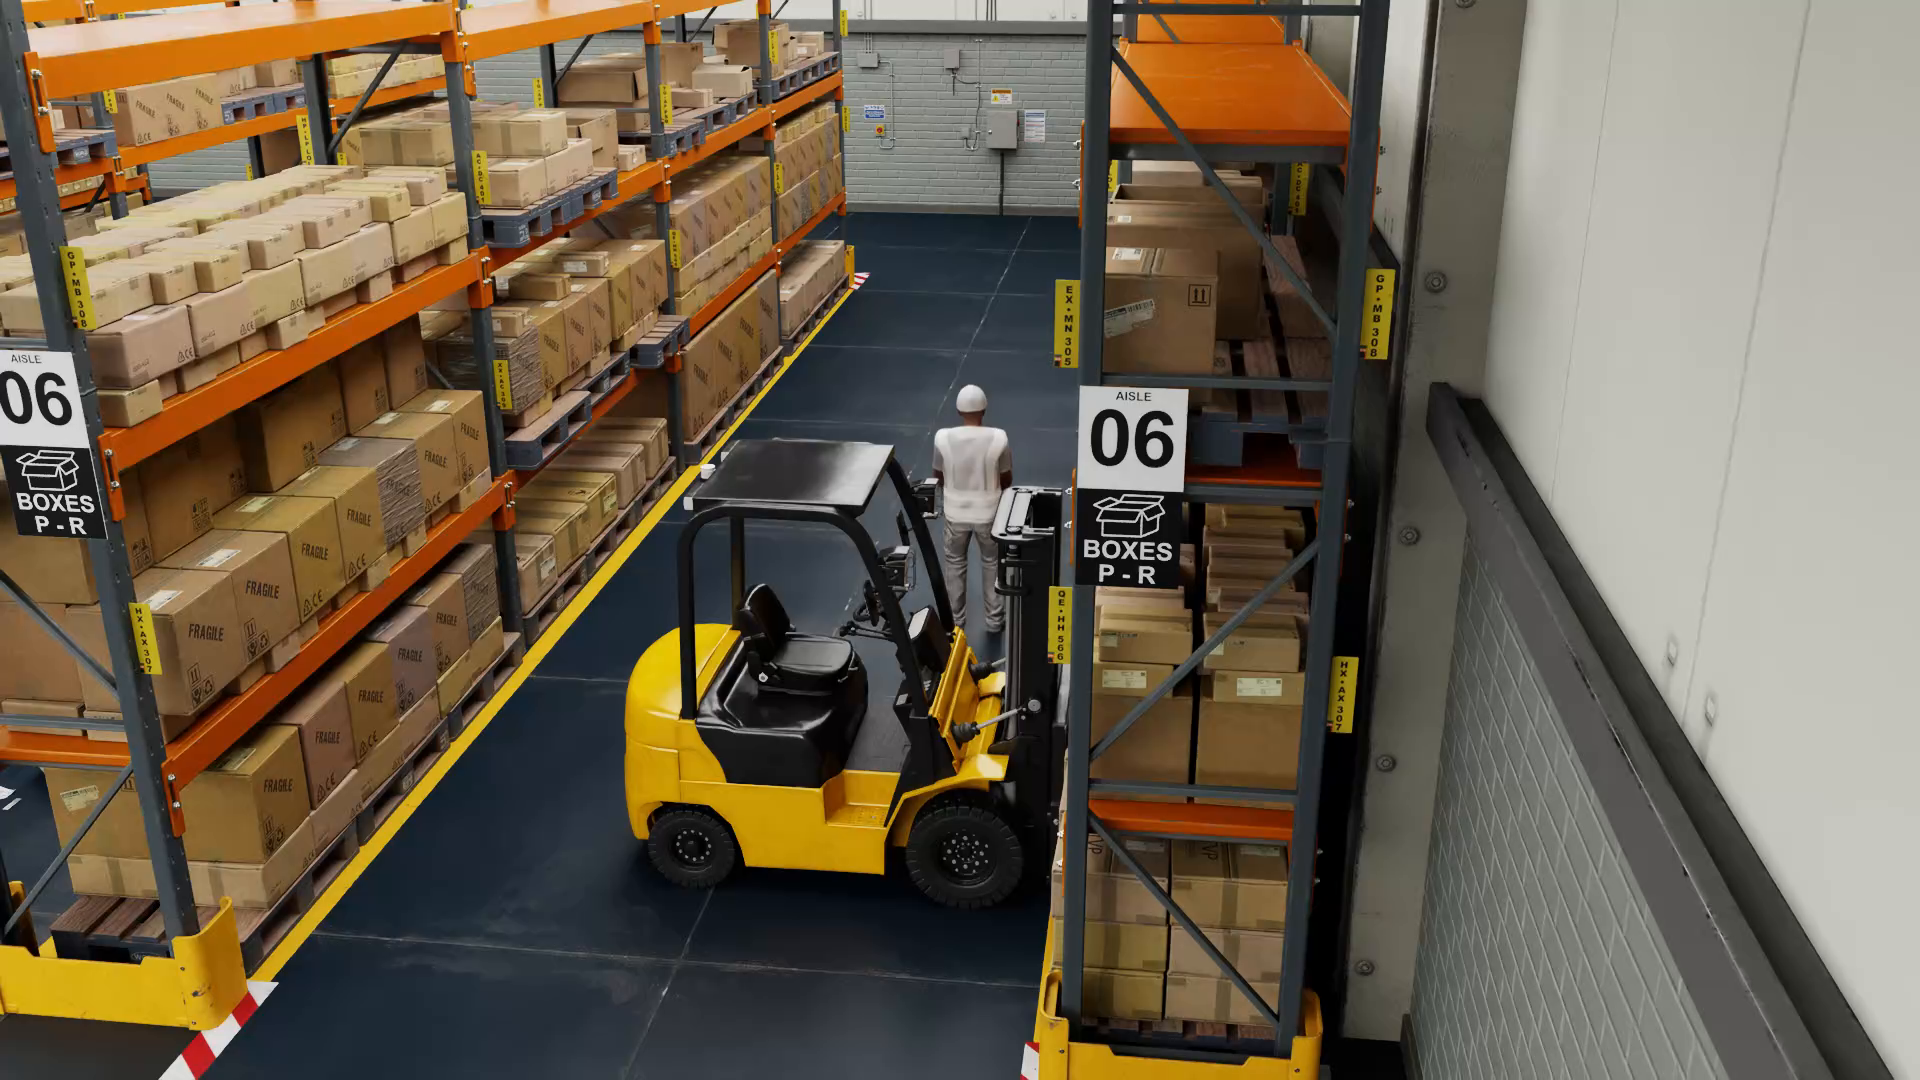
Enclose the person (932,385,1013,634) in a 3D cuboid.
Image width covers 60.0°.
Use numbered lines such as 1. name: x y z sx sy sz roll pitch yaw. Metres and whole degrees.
1. person: 0.091 -0.218 11.621 0.555 1.785 0.469 2 21 5
